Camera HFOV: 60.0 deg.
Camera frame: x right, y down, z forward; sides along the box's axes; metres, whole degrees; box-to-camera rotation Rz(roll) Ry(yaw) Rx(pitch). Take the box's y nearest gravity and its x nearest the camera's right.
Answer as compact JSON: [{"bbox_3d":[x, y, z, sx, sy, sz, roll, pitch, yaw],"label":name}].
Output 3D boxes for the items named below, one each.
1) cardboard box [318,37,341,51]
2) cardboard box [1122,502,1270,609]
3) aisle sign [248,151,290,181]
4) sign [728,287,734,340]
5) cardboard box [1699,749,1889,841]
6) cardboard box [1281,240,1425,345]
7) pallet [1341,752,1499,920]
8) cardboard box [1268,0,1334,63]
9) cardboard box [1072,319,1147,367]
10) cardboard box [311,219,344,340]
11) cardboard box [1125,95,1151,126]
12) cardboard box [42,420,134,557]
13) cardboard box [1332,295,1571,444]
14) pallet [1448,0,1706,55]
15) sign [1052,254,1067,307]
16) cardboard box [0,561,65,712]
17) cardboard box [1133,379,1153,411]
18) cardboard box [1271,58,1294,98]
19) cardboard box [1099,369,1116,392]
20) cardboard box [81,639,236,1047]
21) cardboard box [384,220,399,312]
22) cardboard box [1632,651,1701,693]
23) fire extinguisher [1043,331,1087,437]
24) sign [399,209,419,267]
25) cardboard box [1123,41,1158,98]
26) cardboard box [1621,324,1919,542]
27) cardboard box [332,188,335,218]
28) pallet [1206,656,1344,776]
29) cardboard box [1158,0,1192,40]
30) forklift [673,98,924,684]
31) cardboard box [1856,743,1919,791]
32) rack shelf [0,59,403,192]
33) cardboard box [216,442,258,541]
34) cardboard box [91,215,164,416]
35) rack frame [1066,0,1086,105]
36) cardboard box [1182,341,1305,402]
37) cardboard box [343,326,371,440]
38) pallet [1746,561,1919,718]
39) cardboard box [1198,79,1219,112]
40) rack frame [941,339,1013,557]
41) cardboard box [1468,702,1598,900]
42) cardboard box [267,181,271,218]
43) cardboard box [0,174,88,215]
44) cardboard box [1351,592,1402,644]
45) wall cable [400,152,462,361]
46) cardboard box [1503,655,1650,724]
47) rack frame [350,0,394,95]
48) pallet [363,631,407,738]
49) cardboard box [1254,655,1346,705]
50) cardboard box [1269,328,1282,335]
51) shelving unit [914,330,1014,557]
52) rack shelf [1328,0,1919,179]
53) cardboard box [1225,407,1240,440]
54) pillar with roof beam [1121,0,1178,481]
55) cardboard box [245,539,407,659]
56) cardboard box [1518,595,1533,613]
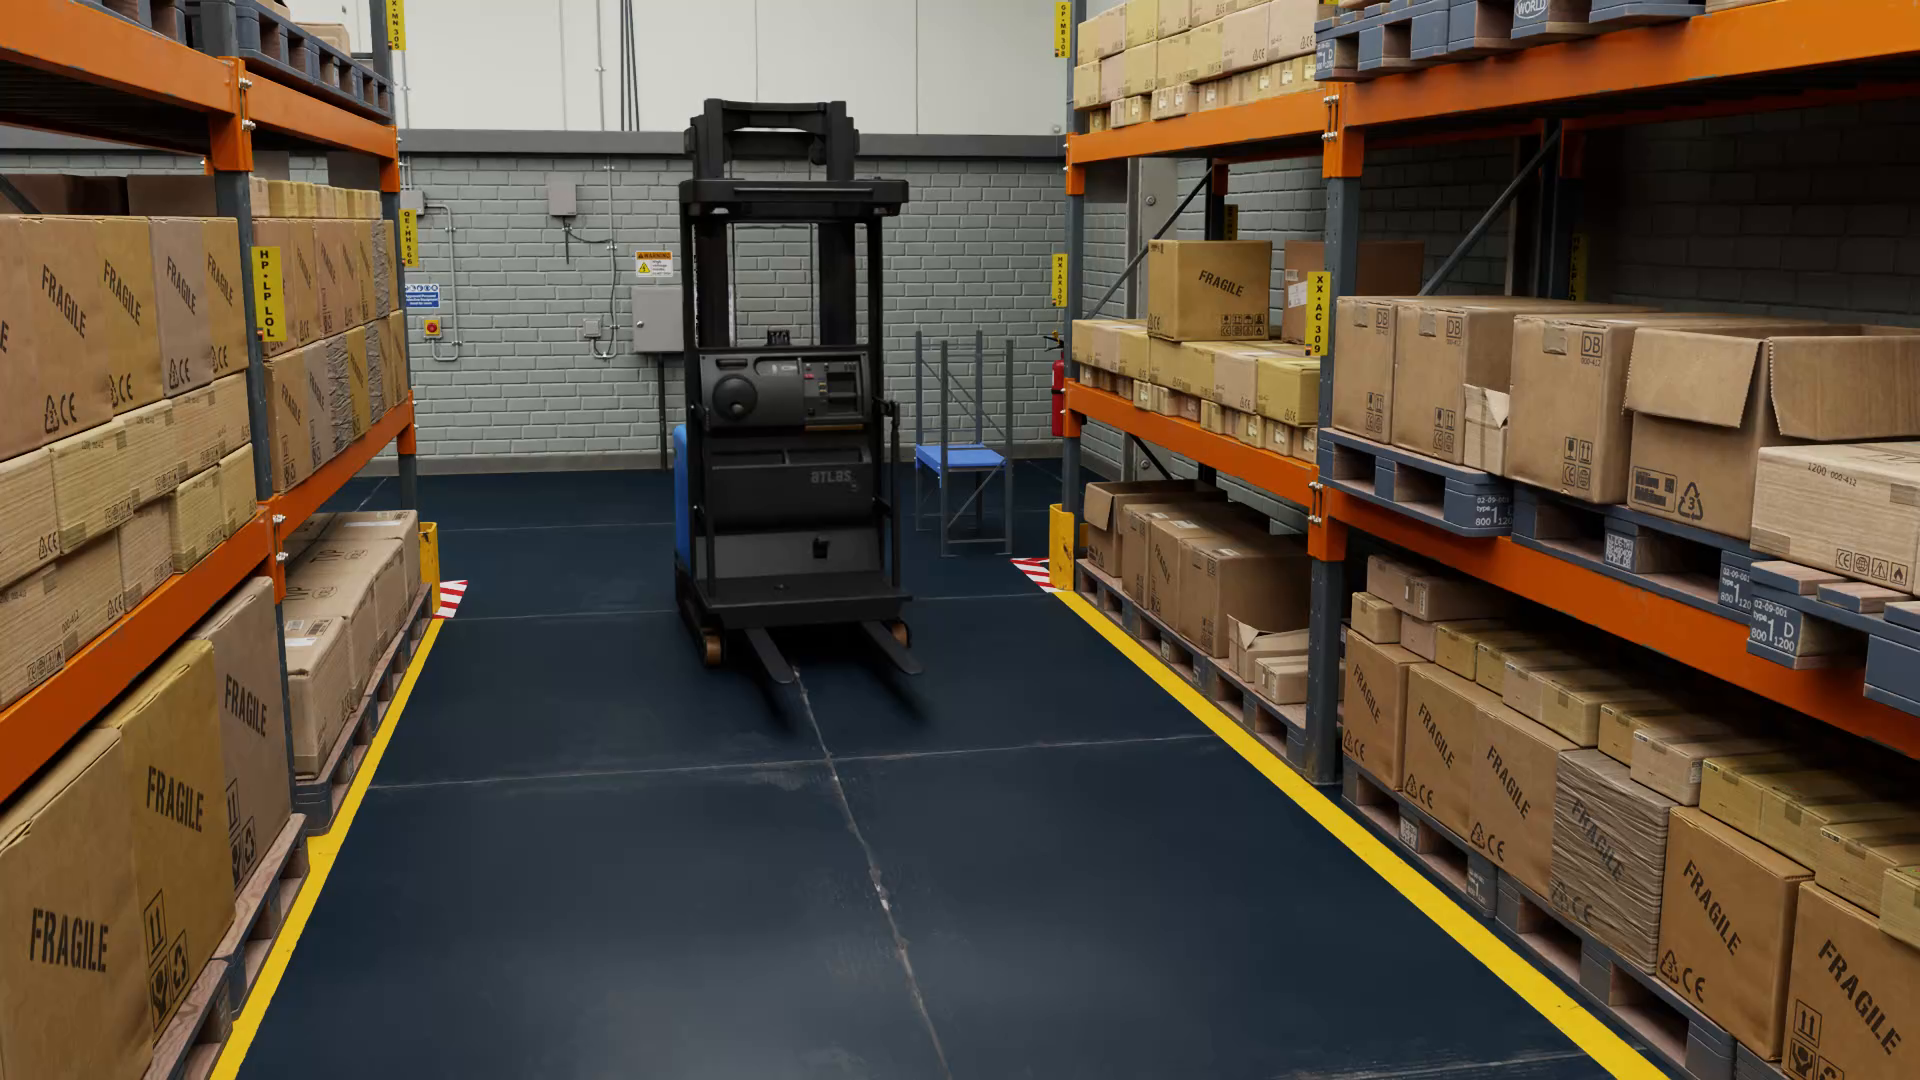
[{"bbox_3d":[-3.374,-2.488,8.502,0.380,0.149,0.250,-3,11,-15],"label":"cardboard box"},{"bbox_3d":[1.312,0.079,9.321,0.700,0.500,0.500,-2,11,-9],"label":"cardboard box"},{"bbox_3d":[-4.009,-2.315,9.384,0.394,0.787,0.004,-2,11,-11],"label":"aisle sign"},{"bbox_3d":[-2.297,-2.127,15.606,0.329,0.494,0.001,-2,11,-11],"label":"sign"},{"bbox_3d":[2.222,0.678,4.440,0.380,0.149,0.250,-2,11,-12],"label":"cardboard box"},{"bbox_3d":[1.907,-1.206,8.113,0.500,0.500,0.500,-2,11,-13],"label":"cardboard box"},{"bbox_3d":[2.131,1.035,6.195,1.003,0.211,1.213,-2,11,-11],"label":"pallet"},{"bbox_3d":[1.597,-2.108,6.834,0.500,0.250,0.500,-2,11,-11],"label":"cardboard box"},{"bbox_3d":[0.982,-1.196,10.063,0.500,0.250,0.500,-2,11,-11],"label":"cardboard box"},{"bbox_3d":[-2.968,-1.125,7.145,0.500,0.500,0.500,-2,11,-10],"label":"cardboard box"},{"bbox_3d":[1.107,-2.308,8.948,0.380,0.149,0.250,-2,11,-11],"label":"cardboard box"},{"bbox_3d":[-2.280,-0.122,3.879,0.500,0.250,0.500,-2,11,-10],"label":"cardboard box"},{"bbox_3d":[1.811,-0.641,6.153,0.700,0.500,0.500,-2,11,-10],"label":"cardboard box"},{"bbox_3d":[2.199,-1.552,4.807,1.213,0.211,1.003,-2,11,-11],"label":"pallet"},{"bbox_3d":[0.626,-1.622,10.380,0.100,0.325,0.005,-2,11,-11],"label":"sign"},{"bbox_3d":[-2.216,0.217,3.436,0.500,0.250,0.500,-2,11,-9],"label":"cardboard box"},{"bbox_3d":[1.155,-0.785,8.968,0.380,0.149,0.250,-2,11,-13],"label":"cardboard box"},{"bbox_3d":[1.532,-1.933,6.980,0.380,0.149,0.250,-2,11,-11],"label":"cardboard box"},{"bbox_3d":[1.048,-0.978,9.983,0.380,0.149,0.250,-2,11,-10],"label":"cardboard box"},{"bbox_3d":[-2.550,0.812,4.467,0.875,0.875,0.875,-2,11,-9],"label":"cardboard box"},{"bbox_3d":[-3.383,-1.496,9.091,0.500,0.500,0.500,-2,11,-9],"label":"cardboard box"},{"bbox_3d":[2.479,0.468,5.542,0.380,0.149,0.250,-2,11,-9],"label":"cardboard box"},{"bbox_3d":[0.676,-1.005,10.661,0.296,0.674,0.183,-2,11,-11],"label":"fire extinguisher"},{"bbox_3d":[-3.175,-1.738,9.573,0.100,0.325,0.005,-2,11,-11],"label":"sign"},{"bbox_3d":[1.183,-2.484,8.810,0.500,0.250,0.500,-2,11,-13],"label":"cardboard box"},{"bbox_3d":[2.215,-0.299,4.345,0.797,0.503,0.637,-2,11,-12],"label":"cardboard box"},{"bbox_3d":[-3.109,-1.555,7.666,0.380,0.149,0.250,-2,11,-9],"label":"cardboard box"},{"bbox_3d":[1.803,0.761,7.633,1.003,0.211,1.213,-2,11,-11],"label":"pallet"},{"bbox_3d":[1.299,-2.639,8.284,0.500,0.250,0.500,-2,11,-9],"label":"cardboard box"},{"bbox_3d":[-0.892,-0.858,8.865,1.130,2.935,3.031,-3,11,-15],"label":"forklift"},{"bbox_3d":[2.706,0.655,4.560,0.380,0.149,0.250,-2,11,-12],"label":"cardboard box"},{"bbox_3d":[-3.321,-1.789,7.473,1.077,0.370,4.000,-2,11,-11],"label":"rack shelf"},{"bbox_3d":[-2.598,-0.155,5.389,0.500,0.250,0.500,-2,11,-12],"label":"cardboard box"},{"bbox_3d":[-2.412,-0.581,4.284,0.500,0.500,0.500,-2,11,-9],"label":"cardboard box"},{"bbox_3d":[1.158,-4.164,10.004,1.000,3.000,0.127,-2,11,-11],"label":"rack frame"},{"bbox_3d":[1.402,-0.823,8.104,0.500,0.250,0.500,-2,11,-11],"label":"cardboard box"},{"bbox_3d":[-3.051,-0.725,7.714,0.500,0.500,0.500,-2,11,-9],"label":"cardboard box"},{"bbox_3d":[2.513,0.223,3.514,1.213,0.211,1.003,-2,11,-11],"label":"pallet"},{"bbox_3d":[1.366,-2.124,7.983,0.380,0.149,0.250,-2,11,-10],"label":"cardboard box"},{"bbox_3d":[0.115,-0.628,11.484,0.500,1.500,0.032,-2,11,-11],"label":"rack frame"},{"bbox_3d":[2.015,0.825,5.403,0.500,0.500,0.500,-2,11,-13],"label":"cardboard box"},{"bbox_3d":[-2.896,-1.320,6.431,0.380,0.149,0.250,-2,11,-12],"label":"cardboard box"},{"bbox_3d":[-3.304,-1.205,5.831,0.380,0.149,0.250,-2,11,-12],"label":"cardboard box"},{"bbox_3d":[1.745,0.296,6.448,0.380,0.149,0.250,-2,11,-8],"label":"cardboard box"},{"bbox_3d":[-4.830,-2.583,14.944,0.585,1.953,0.123,-2,11,-11],"label":"wall cable"},{"bbox_3d":[2.014,0.487,5.441,0.380,0.149,0.250,-2,11,-11],"label":"cardboard box"},{"bbox_3d":[-3.710,-3.982,9.052,1.000,3.000,0.127,-2,11,-11],"label":"rack frame"},{"bbox_3d":[-3.244,0.702,7.945,1.003,0.211,1.213,-2,11,-11],"label":"pallet"},{"bbox_3d":[1.540,0.620,7.419,0.380,0.149,0.250,-2,11,-13],"label":"cardboard box"},{"bbox_3d":[1.699,-1.029,9.184,0.500,0.250,0.500,-2,11,-9],"label":"cardboard box"},{"bbox_3d":[0.017,-0.721,11.974,0.538,1.500,1.048,-2,11,-11],"label":"shelving unit"},{"bbox_3d":[2.325,-1.236,4.570,1.077,0.370,4.000,-2,11,-11],"label":"rack shelf"},{"bbox_3d":[1.456,-0.552,7.744,0.380,0.149,0.250,-2,11,-10],"label":"cardboard box"},{"bbox_3d":[-2.705,-4.534,11.952,9.100,9.000,0.400,-2,11,-11],"label":"pillar with roof beam"},{"bbox_3d":[-3.297,0.302,8.316,0.875,0.438,0.875,-2,11,-9],"label":"cardboard box"},{"bbox_3d":[2.290,0.277,6.545,0.380,0.149,0.250,-3,11,-13],"label":"cardboard box"}]
